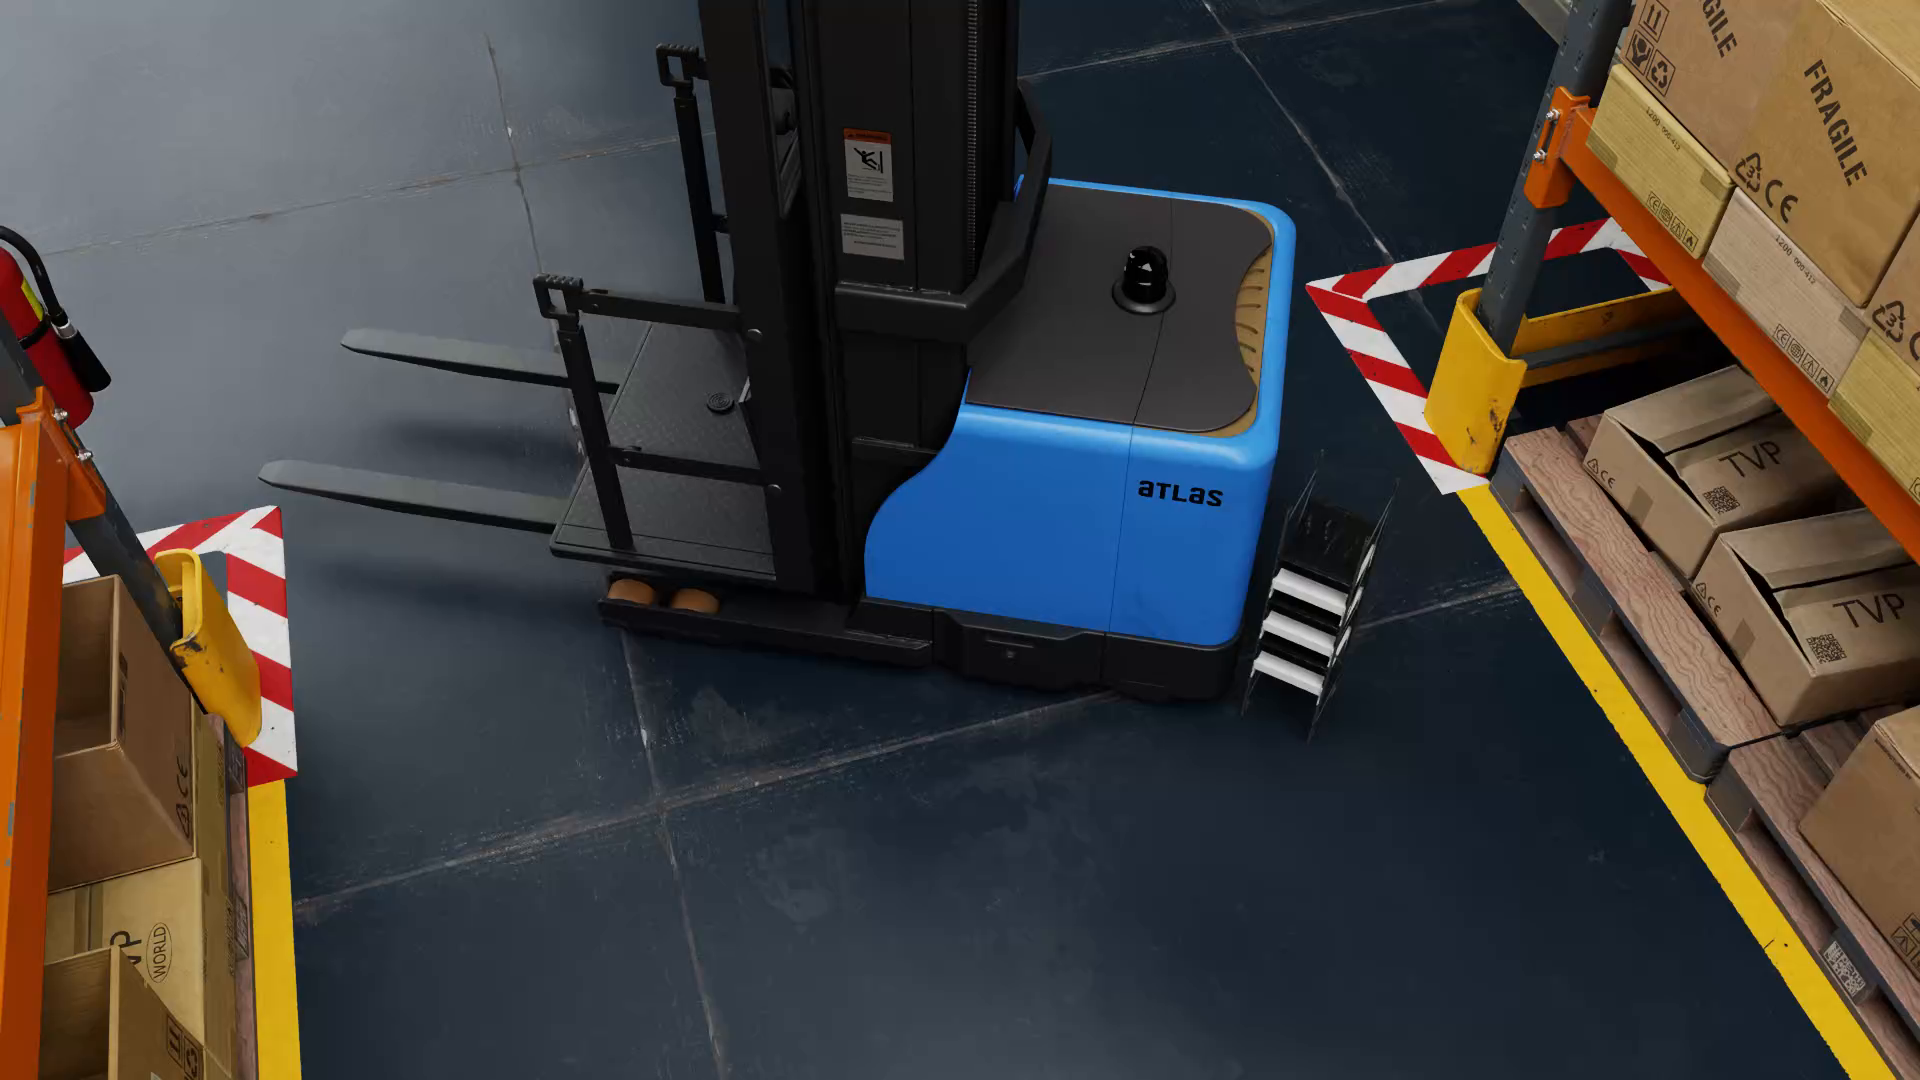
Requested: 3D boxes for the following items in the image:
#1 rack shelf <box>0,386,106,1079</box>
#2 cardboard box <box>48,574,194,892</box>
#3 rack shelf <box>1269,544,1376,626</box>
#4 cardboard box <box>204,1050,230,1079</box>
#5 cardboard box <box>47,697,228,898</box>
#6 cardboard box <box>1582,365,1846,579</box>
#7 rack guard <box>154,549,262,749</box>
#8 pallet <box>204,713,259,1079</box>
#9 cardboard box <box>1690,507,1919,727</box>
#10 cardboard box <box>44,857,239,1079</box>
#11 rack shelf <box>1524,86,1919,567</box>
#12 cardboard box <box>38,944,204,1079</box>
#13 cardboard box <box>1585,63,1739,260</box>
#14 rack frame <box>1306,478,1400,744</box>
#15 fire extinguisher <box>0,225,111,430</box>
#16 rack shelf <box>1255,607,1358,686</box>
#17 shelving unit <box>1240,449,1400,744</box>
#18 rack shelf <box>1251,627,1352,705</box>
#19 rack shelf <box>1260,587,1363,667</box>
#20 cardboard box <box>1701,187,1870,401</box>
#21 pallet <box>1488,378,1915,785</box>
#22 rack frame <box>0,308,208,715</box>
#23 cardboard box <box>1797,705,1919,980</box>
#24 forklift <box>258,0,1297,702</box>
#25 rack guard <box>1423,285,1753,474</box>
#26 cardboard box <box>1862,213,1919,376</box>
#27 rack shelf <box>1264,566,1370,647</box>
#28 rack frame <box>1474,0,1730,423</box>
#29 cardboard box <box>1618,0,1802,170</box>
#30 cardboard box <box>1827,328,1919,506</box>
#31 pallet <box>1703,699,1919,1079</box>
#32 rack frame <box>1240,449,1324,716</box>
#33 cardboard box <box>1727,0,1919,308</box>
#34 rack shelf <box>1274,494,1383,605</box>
[{"bbox_3d":[-2.007,1.334,2.634,1.077,0.370,4.000,-13,51,-11],"label":"rack shelf"},{"bbox_3d":[-2.155,0.475,3.921,0.500,0.500,0.500,-13,51,-11],"label":"cardboard box"},{"bbox_3d":[0.963,0.081,4.401,0.200,0.077,0.258,23,54,18],"label":"rack shelf"},{"bbox_3d":[-1.848,1.444,3.594,0.500,0.250,0.500,-13,51,-11],"label":"cardboard box"},{"bbox_3d":[-2.157,0.717,4.207,0.500,0.250,0.500,-13,51,-11],"label":"cardboard box"},{"bbox_3d":[2.251,-0.231,4.954,0.500,0.311,0.500,-19,52,-15],"label":"cardboard box"},{"bbox_3d":[-2.605,0.429,4.561,1.175,0.500,0.348,-13,51,-11],"label":"rack guard"},{"bbox_3d":[-2.332,1.089,4.194,1.003,0.211,1.213,-13,51,-11],"label":"pallet"},{"bbox_3d":[2.420,0.185,4.603,0.500,0.311,0.500,-10,51,-8],"label":"cardboard box"},{"bbox_3d":[-1.998,1.080,3.902,0.500,0.250,0.500,-13,51,-11],"label":"cardboard box"},{"bbox_3d":[2.724,0.211,3.581,1.077,0.370,4.000,-13,51,-11],"label":"rack shelf"},{"bbox_3d":[-1.846,1.202,3.308,0.500,0.500,0.500,-13,51,-11],"label":"cardboard box"},{"bbox_3d":[1.974,-1.011,4.226,0.500,0.250,0.500,-15,51,-12],"label":"cardboard box"},{"bbox_3d":[1.052,0.214,4.481,0.006,0.900,0.240,23,54,18],"label":"rack frame"},{"bbox_3d":[-2.189,-0.525,3.781,0.296,0.674,0.183,-13,51,-11],"label":"fire extinguisher"},{"bbox_3d":[0.963,0.255,4.607,0.200,0.077,0.258,23,54,18],"label":"rack shelf"},{"bbox_3d":[0.963,0.176,4.513,0.210,0.900,0.258,23,54,18],"label":"shelving unit"},{"bbox_3d":[0.963,0.313,4.676,0.200,0.077,0.258,23,54,18],"label":"rack shelf"},{"bbox_3d":[0.963,0.197,4.539,0.200,0.077,0.258,23,54,18],"label":"rack shelf"},{"bbox_3d":[2.141,-0.635,3.909,0.500,0.250,0.500,-15,51,-12],"label":"cardboard box"},{"bbox_3d":[2.362,0.074,5.049,1.003,0.211,1.213,-13,51,-11],"label":"pallet"},{"bbox_3d":[-2.598,-0.359,3.590,1.000,3.000,0.127,-13,51,-11],"label":"rack frame"},{"bbox_3d":[2.589,0.672,4.069,0.700,0.500,0.500,-16,52,-13],"label":"cardboard box"},{"bbox_3d":[-0.617,-1.033,4.204,3.031,2.935,1.130,8,50,7],"label":"forklift"},{"bbox_3d":[2.155,-0.620,5.446,1.175,0.500,0.348,-13,51,-11],"label":"rack guard"},{"bbox_3d":[2.270,-0.523,3.323,0.500,0.500,0.500,-15,51,-12],"label":"cardboard box"},{"bbox_3d":[0.963,0.139,4.470,0.200,0.077,0.258,23,54,18],"label":"rack shelf"},{"bbox_3d":[2.133,-1.481,4.537,1.000,3.000,0.127,-13,51,-11],"label":"rack frame"},{"bbox_3d":[1.987,-1.265,3.949,0.500,0.500,0.500,-13,51,-11],"label":"cardboard box"},{"bbox_3d":[2.286,-0.262,3.594,0.500,0.250,0.500,-14,51,-12],"label":"cardboard box"},{"bbox_3d":[2.719,0.964,4.300,1.003,0.211,1.213,-13,51,-11],"label":"pallet"},{"bbox_3d":[0.874,0.138,4.545,0.006,0.900,0.240,23,54,18],"label":"rack frame"},{"bbox_3d":[2.124,-0.901,3.643,0.500,0.500,0.500,-13,51,-11],"label":"cardboard box"},{"bbox_3d":[0.963,0.023,4.332,0.200,0.077,0.258,23,54,18],"label":"rack shelf"}]
